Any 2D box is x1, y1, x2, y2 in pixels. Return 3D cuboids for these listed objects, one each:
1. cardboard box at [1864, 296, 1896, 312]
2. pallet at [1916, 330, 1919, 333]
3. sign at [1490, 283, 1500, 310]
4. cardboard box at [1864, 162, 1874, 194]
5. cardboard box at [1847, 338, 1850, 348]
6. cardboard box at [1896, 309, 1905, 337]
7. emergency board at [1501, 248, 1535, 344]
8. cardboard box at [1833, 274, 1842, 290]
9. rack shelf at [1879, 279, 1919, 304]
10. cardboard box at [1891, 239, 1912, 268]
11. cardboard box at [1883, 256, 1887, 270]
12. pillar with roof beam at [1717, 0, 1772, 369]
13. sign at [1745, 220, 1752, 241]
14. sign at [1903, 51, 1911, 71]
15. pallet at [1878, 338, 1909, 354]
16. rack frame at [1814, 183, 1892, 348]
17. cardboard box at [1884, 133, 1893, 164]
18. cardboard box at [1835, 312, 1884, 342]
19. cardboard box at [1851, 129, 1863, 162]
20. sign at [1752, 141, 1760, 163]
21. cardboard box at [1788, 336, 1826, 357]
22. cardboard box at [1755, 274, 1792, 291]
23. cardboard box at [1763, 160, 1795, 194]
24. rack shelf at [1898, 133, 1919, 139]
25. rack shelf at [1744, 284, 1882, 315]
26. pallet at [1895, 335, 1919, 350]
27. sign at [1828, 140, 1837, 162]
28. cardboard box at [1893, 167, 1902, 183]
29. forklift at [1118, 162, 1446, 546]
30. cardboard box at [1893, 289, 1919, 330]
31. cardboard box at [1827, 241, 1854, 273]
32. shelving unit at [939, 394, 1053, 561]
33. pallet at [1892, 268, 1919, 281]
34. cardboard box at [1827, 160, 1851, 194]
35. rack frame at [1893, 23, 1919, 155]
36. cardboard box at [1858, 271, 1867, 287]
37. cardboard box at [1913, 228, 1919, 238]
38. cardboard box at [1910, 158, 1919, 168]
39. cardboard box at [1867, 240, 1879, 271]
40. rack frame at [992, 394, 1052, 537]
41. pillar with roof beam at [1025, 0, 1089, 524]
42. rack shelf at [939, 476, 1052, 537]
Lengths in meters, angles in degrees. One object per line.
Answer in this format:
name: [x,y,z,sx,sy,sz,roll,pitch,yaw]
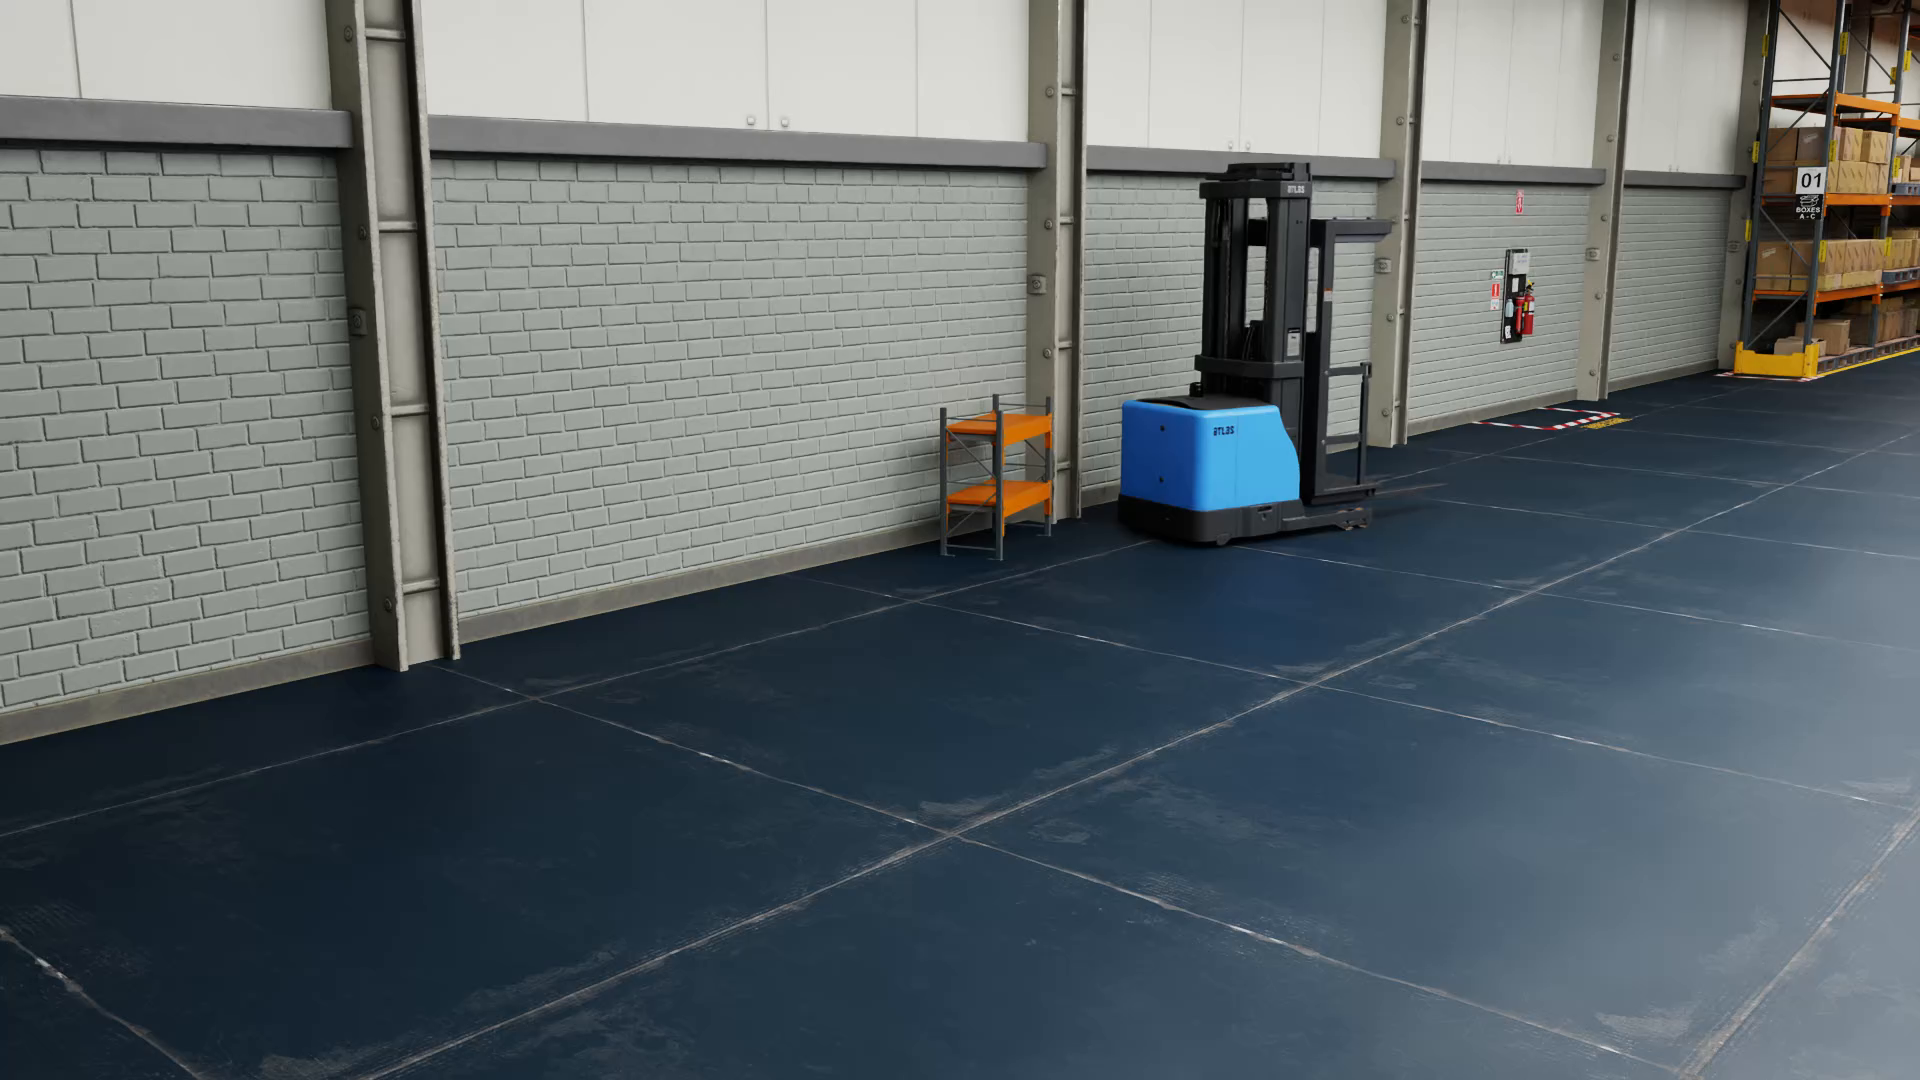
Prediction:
cardboard box: [16.945,-4.357,30.709,0.500,0.250,0.500,10,15,40]
pallet: [18.717,-4.002,32.711,1.003,0.211,1.213,10,15,40]
sign: [6.608,-3.009,20.529,0.001,0.329,0.234,10,15,40]
cardboard box: [14.671,-5.939,27.325,0.500,0.500,0.500,9,14,38]
cardboard box: [15.169,-3.419,28.781,0.380,0.166,0.250,7,14,33]
cardboard box: [17.277,-4.080,31.240,0.700,0.500,0.500,10,15,40]
emergency board: [7.051,-3.060,20.873,0.194,1.169,0.643,10,15,40]
cardboard box: [13.752,-4.132,26.572,0.500,0.250,0.500,9,15,39]
rack shelf: [16.820,-4.617,30.503,1.077,0.370,4.000,10,15,40]
cardboard box: [17.032,-5.272,30.568,0.700,0.500,0.500,10,15,40]
cardboard box: [15.861,-5.010,29.260,0.700,0.500,0.500,10,15,41]
pillar with roof beam: [15.905,-6.687,23.714,9.100,9.000,0.400,10,15,40]
sign: [12.455,-4.884,26.243,0.100,0.325,0.005,10,15,40]
sign: [15.895,-8.041,27.908,0.100,0.325,0.005,10,15,40]
pallet: [16.818,-3.603,30.710,1.003,0.211,1.213,10,15,40]
rack frame: [15.500,-4.675,28.960,1.000,3.000,0.127,10,15,40]
cardboard box: [15.373,-6.586,28.012,0.500,0.500,0.500,8,14,36]
cardboard box: [16.276,-3.858,30.128,0.700,0.500,0.500,9,15,39]
cardboard box: [13.995,-6.276,26.458,0.500,0.500,0.500,10,15,42]
sign: [12.455,-6.066,26.007,0.100,0.325,0.005,10,15,40]
cardboard box: [13.760,-3.158,27.105,0.500,0.311,0.500,-11,15,-43]
cardboard box: [13.022,-4.117,26.496,0.500,0.250,0.500,10,15,41]
cardboard box: [12.944,-5.711,26.179,0.500,0.500,0.500,-11,16,-43]
rack shelf: [19.460,-7.951,32.901,1.077,0.370,4.000,10,15,40]
rack shelf: [14.179,-4.028,27.557,1.077,0.370,4.000,10,15,40]
pallet: [17.623,-3.781,31.605,1.003,0.211,1.213,10,15,40]
sign: [13.267,-5.916,25.283,0.100,0.325,0.005,10,15,40]
cardboard box: [16.327,-6.469,29.438,0.500,0.311,0.500,10,15,42]
forklift: [2.796,-1.592,13.701,3.031,2.935,1.130,-7,14,-33]
cardboard box: [18.724,-4.507,32.532,0.750,0.750,0.750,10,15,40]
cardboard box: [14.080,-4.569,26.844,0.500,0.500,0.500,9,14,39]
shelving unit: [0.290,-0.509,12.889,0.538,1.125,1.048,5,12,23]
pallet: [16.864,-4.873,30.440,1.003,0.211,1.213,10,15,40]
cardboard box: [13.649,-5.708,26.165,0.500,0.500,0.500,-11,16,-44]
rack frame: [18.140,-8.205,31.319,1.000,3.000,0.127,10,15,40]
cardboard box: [14.759,-4.354,27.685,0.500,0.250,0.500,10,15,40]
cardboard box: [18.652,-5.874,31.981,0.500,0.250,0.500,10,15,42]
cardboard box: [18.411,-7.077,31.947,0.700,0.500,0.500,8,14,36]
cardboard box: [15.095,-4.795,27.979,0.500,0.500,0.500,10,15,40]
rack frame: [0.496,-0.600,13.344,0.500,1.125,0.032,5,12,23]
pillar with roof beam: [4.023,-4.038,10.455,9.100,9.000,0.400,10,15,40]
rack shelf: [0.290,-0.269,12.936,0.538,0.278,1.000,5,12,23]
